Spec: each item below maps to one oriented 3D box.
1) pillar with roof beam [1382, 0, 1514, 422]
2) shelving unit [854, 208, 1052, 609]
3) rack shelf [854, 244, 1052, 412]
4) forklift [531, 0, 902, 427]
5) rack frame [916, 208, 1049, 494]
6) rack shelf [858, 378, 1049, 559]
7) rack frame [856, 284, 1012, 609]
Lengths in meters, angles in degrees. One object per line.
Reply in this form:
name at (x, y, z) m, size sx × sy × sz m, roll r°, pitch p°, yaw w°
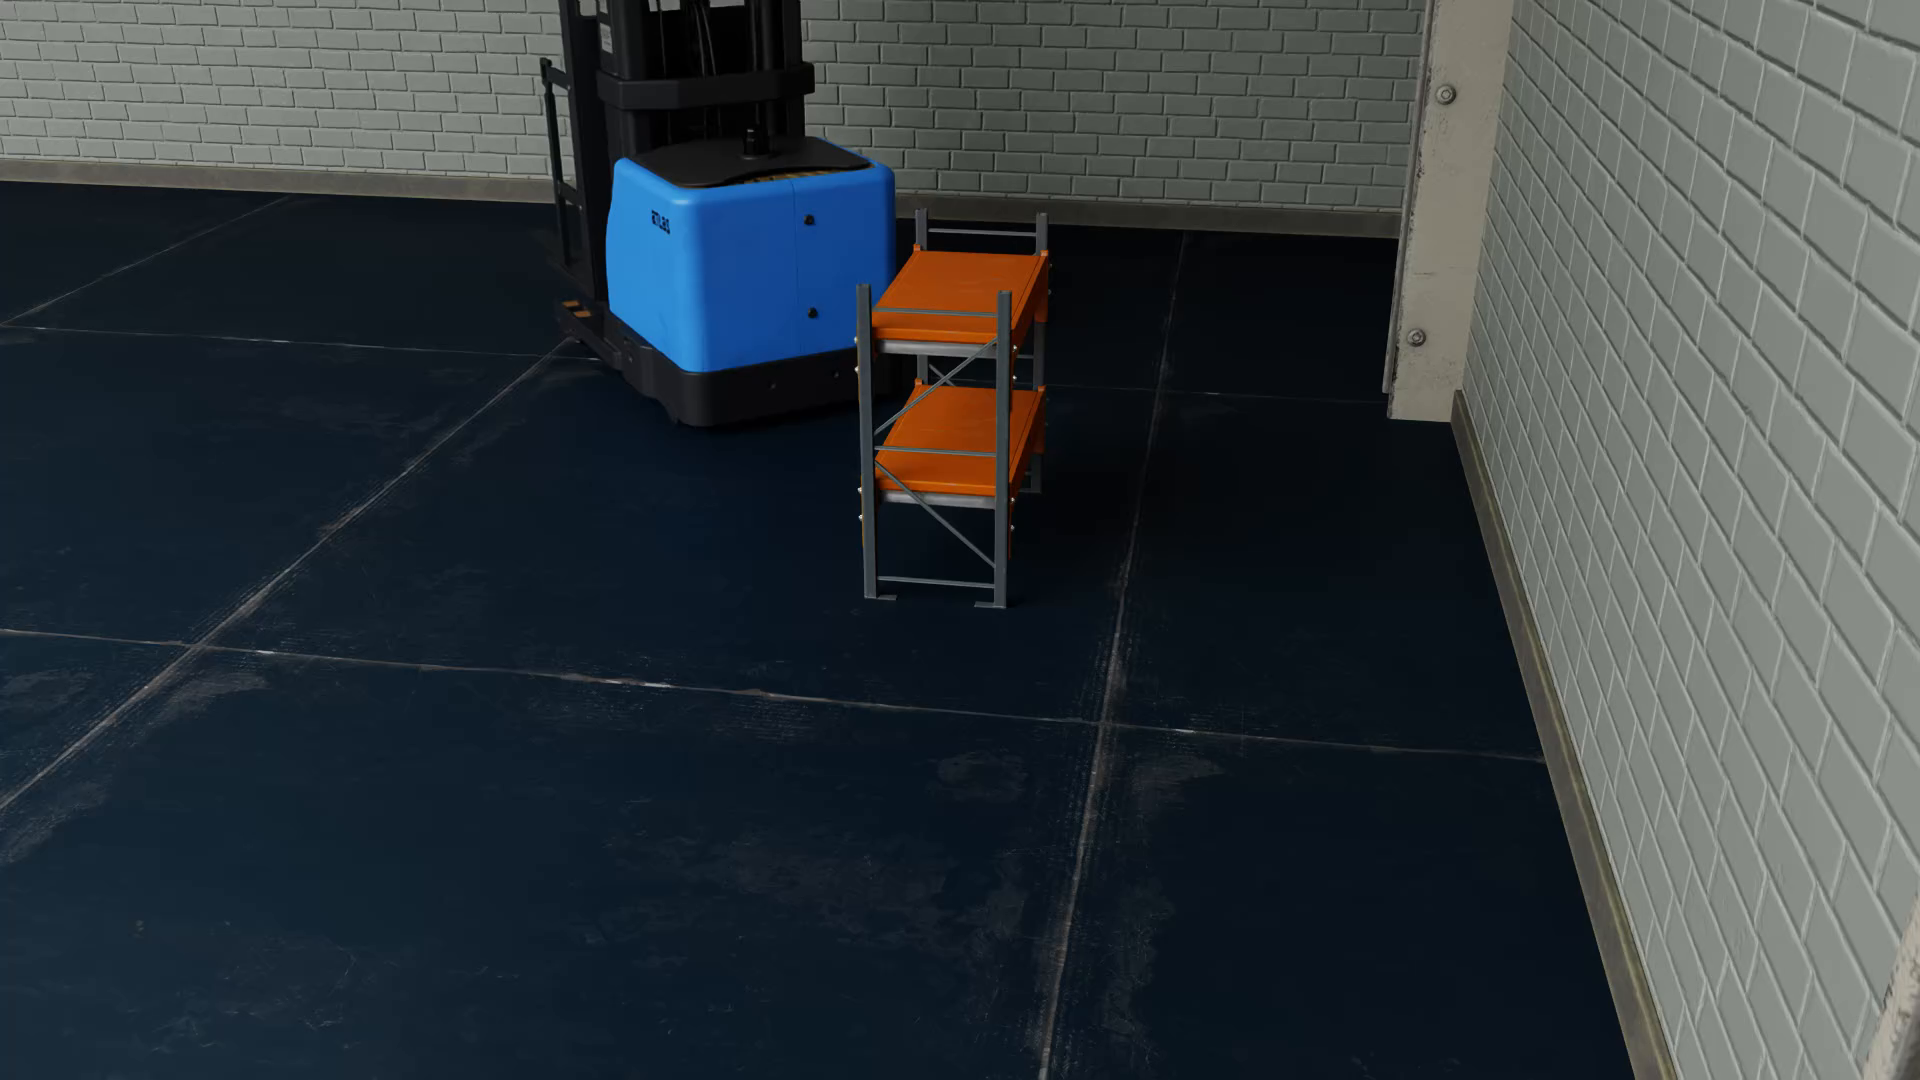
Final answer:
pillar with roof beam at (-2.158, -4.987, 6.290) m, size 9.100 × 9.000 × 0.400 m, roll 4°, pitch 25°, yaw 9°
shelving unit at (-0.001, -0.507, 6.005) m, size 0.538 × 1.125 × 1.048 m, roll 4°, pitch 25°, yaw 9°
rack shelf at (-0.001, -0.772, 5.881) m, size 0.538 × 0.278 × 1.000 m, roll 4°, pitch 25°, yaw 9°
forklift at (-1.420, -2.398, 7.916) m, size 1.130 × 2.935 × 3.031 m, roll -13°, pitch 28°, yaw -26°
rack frame at (0.082, -0.719, 6.460) m, size 0.500 × 1.125 × 0.032 m, roll 4°, pitch 25°, yaw 9°
rack shelf at (-0.001, -0.285, 6.109) m, size 0.538 × 0.278 × 1.000 m, roll 4°, pitch 25°, yaw 9°
rack frame at (-0.084, -0.294, 5.551) m, size 0.500 × 1.125 × 0.032 m, roll 4°, pitch 25°, yaw 9°
